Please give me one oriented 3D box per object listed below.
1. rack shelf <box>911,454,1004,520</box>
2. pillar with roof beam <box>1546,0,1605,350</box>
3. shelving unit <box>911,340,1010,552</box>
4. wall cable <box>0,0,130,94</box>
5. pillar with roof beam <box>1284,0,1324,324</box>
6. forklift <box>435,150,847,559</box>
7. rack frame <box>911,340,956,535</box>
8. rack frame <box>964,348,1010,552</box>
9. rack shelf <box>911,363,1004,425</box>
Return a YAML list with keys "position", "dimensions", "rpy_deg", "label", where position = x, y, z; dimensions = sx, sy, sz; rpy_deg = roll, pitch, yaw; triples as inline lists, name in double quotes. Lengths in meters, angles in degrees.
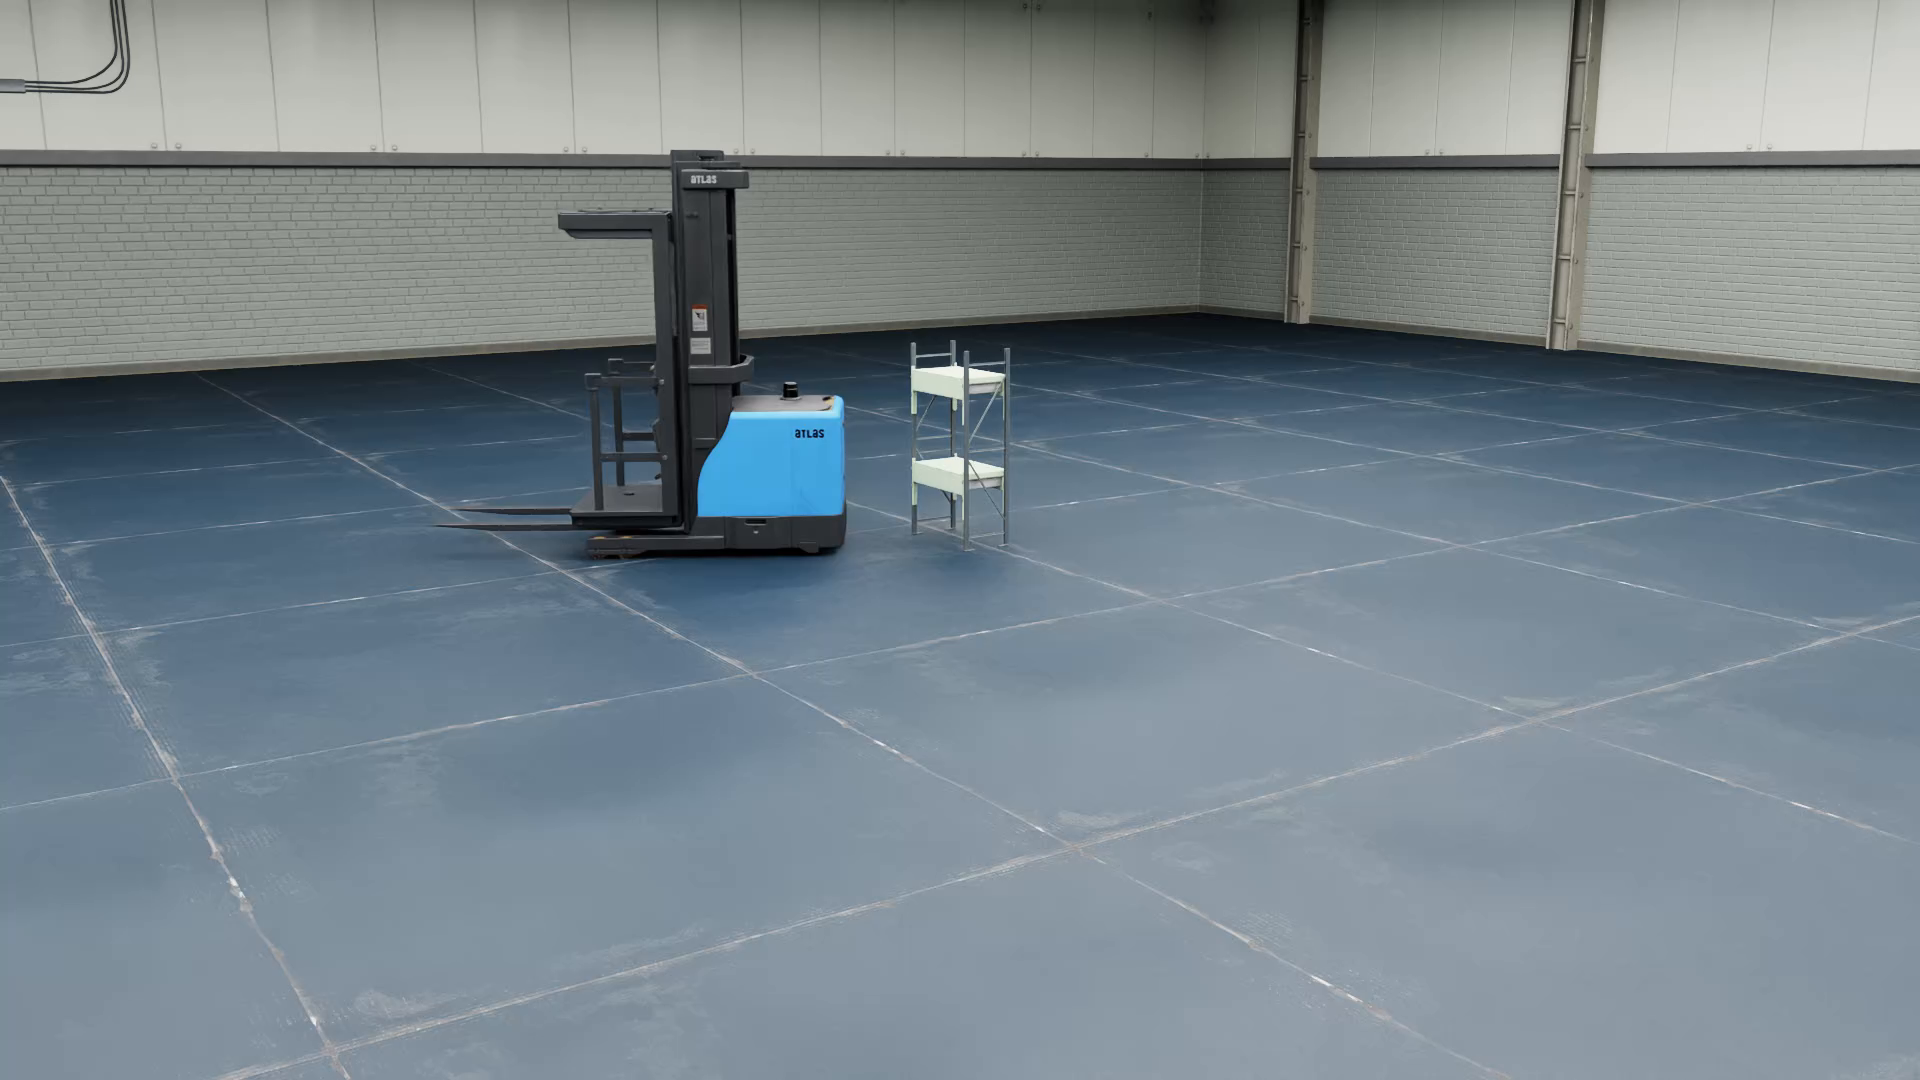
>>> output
- position: [-0.004, -0.415, 12.777]
  dimensions: [0.431, 0.370, 0.720]
  rpy_deg: [-8, 15, -33]
  label: "rack shelf"
- position: [6.223, -7.001, 23.812]
  dimensions: [9.100, 9.000, 0.400]
  rpy_deg: [-8, 15, -33]
  label: "pillar with roof beam"
- position: [-0.004, -0.734, 12.707]
  dimensions: [0.431, 1.500, 0.755]
  rpy_deg: [-8, 15, -33]
  label: "shelving unit"
- position: [-12.360, -8.312, 21.846]
  dimensions: [2.305, 6.003, 0.169]
  rpy_deg: [-8, 15, -33]
  label: "wall cable"
- position: [2.898, -8.068, 28.691]
  dimensions: [9.100, 9.000, 0.400]
  rpy_deg: [-8, 15, -33]
  label: "pillar with roof beam"
- position: [-2.394, -1.407, 12.434]
  dimensions: [3.031, 2.935, 1.130]
  rpy_deg: [0, 12, -2]
  label: "forklift"
- position: [-0.206, -0.799, 13.005]
  dimensions: [0.400, 1.500, 0.023]
  rpy_deg: [-8, 15, -33]
  label: "rack frame"
- position: [0.199, -0.669, 12.409]
  dimensions: [0.400, 1.500, 0.023]
  rpy_deg: [-8, 15, -33]
  label: "rack frame"
- position: [-0.004, -1.115, 12.624]
  dimensions: [0.431, 0.370, 0.720]
  rpy_deg: [-8, 15, -33]
  label: "rack shelf"
